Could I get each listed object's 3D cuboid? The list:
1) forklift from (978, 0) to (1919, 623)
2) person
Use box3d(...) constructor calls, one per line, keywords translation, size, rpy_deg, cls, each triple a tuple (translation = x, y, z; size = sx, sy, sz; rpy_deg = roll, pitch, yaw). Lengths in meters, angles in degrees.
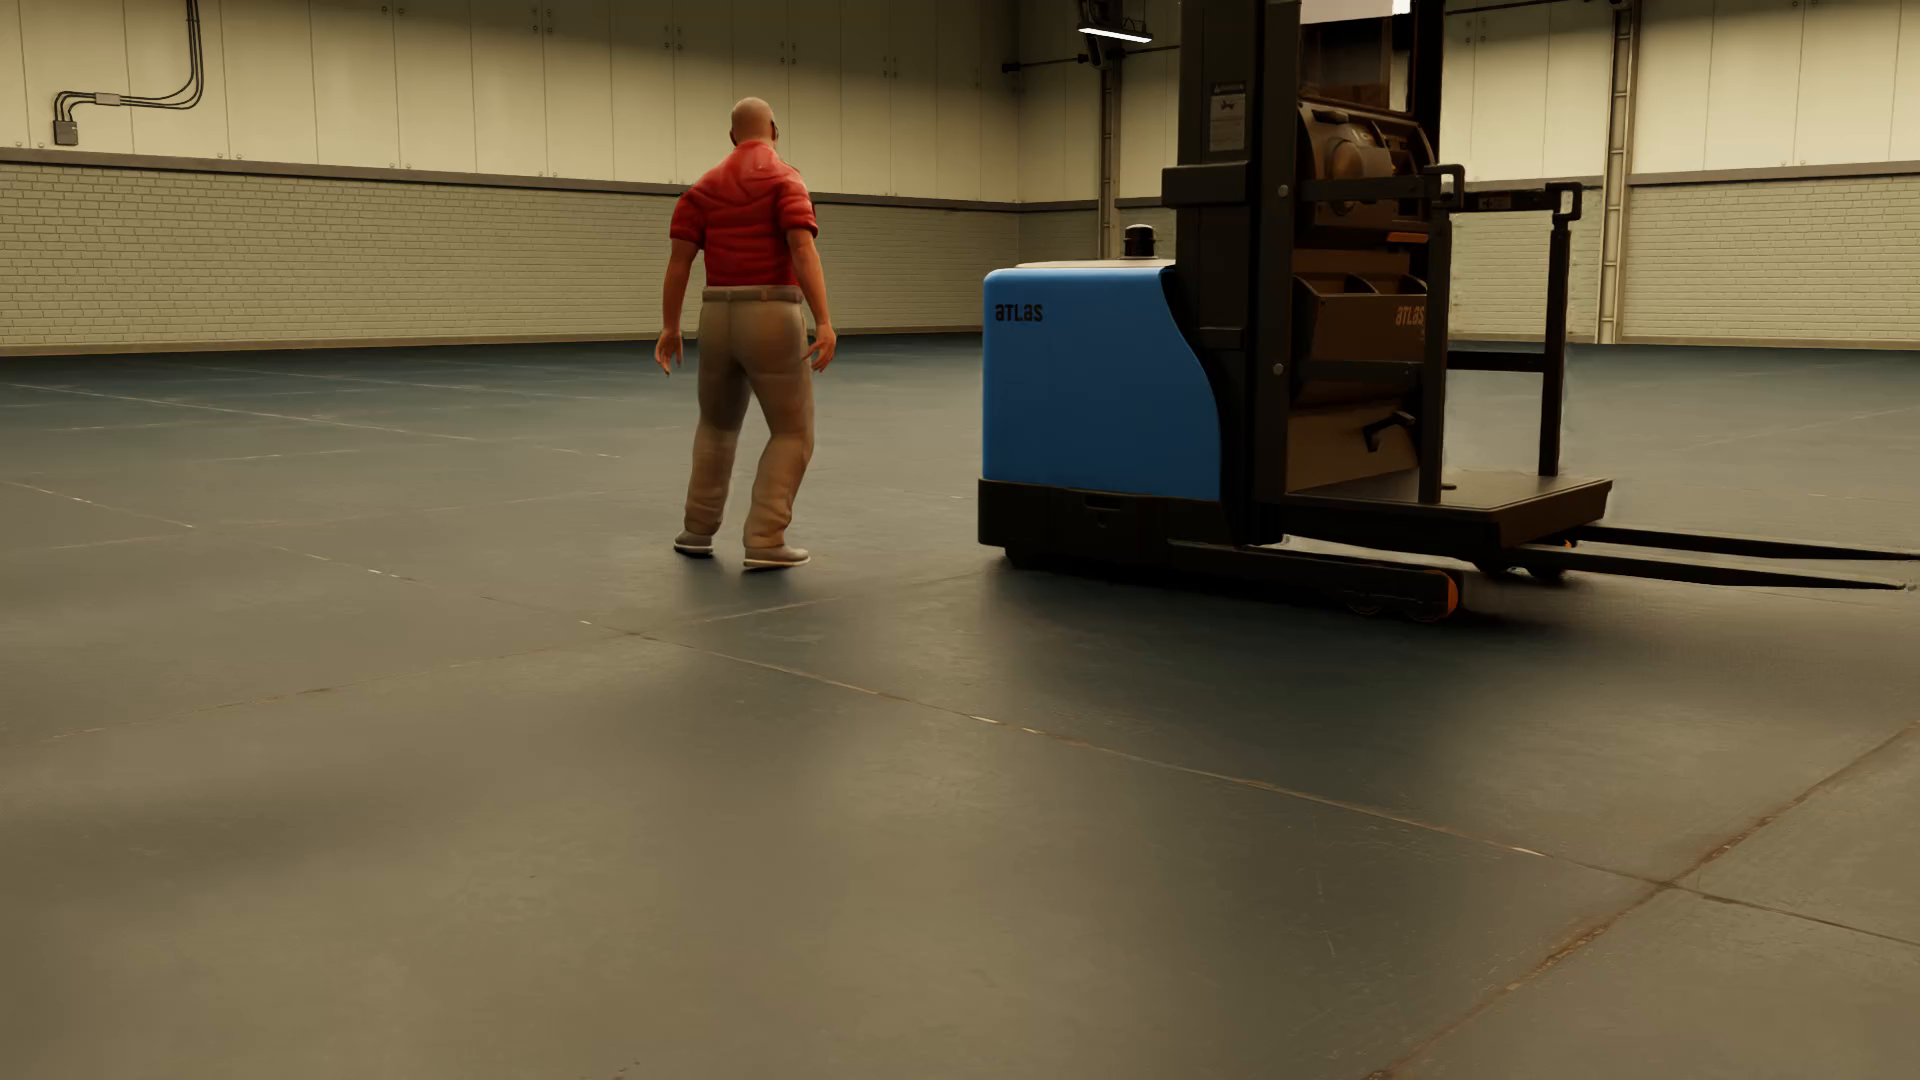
box3d(translation=(1.527, -1.285, 5.409), size=(3.031, 2.935, 1.130), rpy_deg=(7, 11, 39), cls="forklift")
box3d(translation=(-0.784, -0.754, 6.085), size=(0.878, 1.700, 0.405), rpy_deg=(5, 10, 30), cls="person")
